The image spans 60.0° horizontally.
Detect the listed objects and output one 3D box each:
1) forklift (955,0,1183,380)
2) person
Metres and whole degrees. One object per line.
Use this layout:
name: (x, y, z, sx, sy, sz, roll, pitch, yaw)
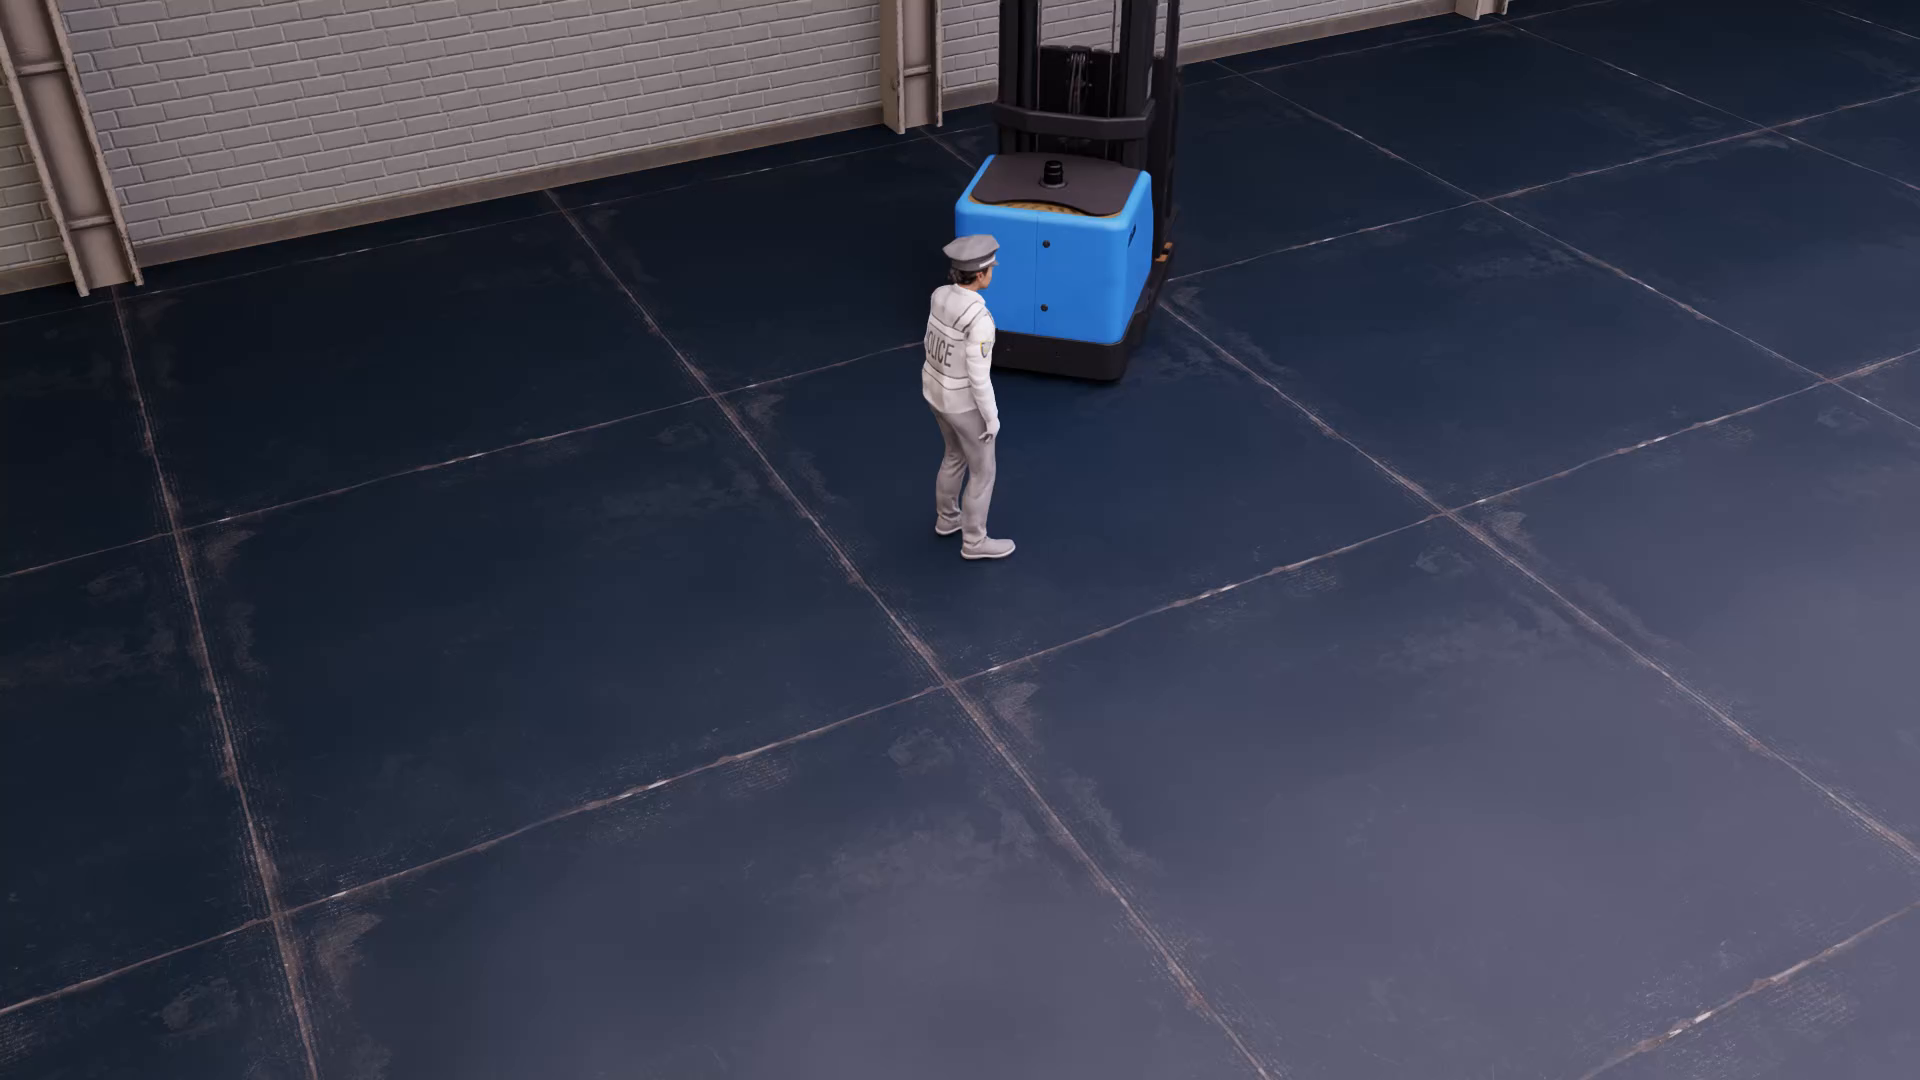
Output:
forklift: (0.840, -2.994, 10.359, 1.130, 2.935, 3.031, 9, 36, 13)
person: (0.021, -0.691, 8.202, 0.372, 1.662, 0.529, -18, 39, -24)
